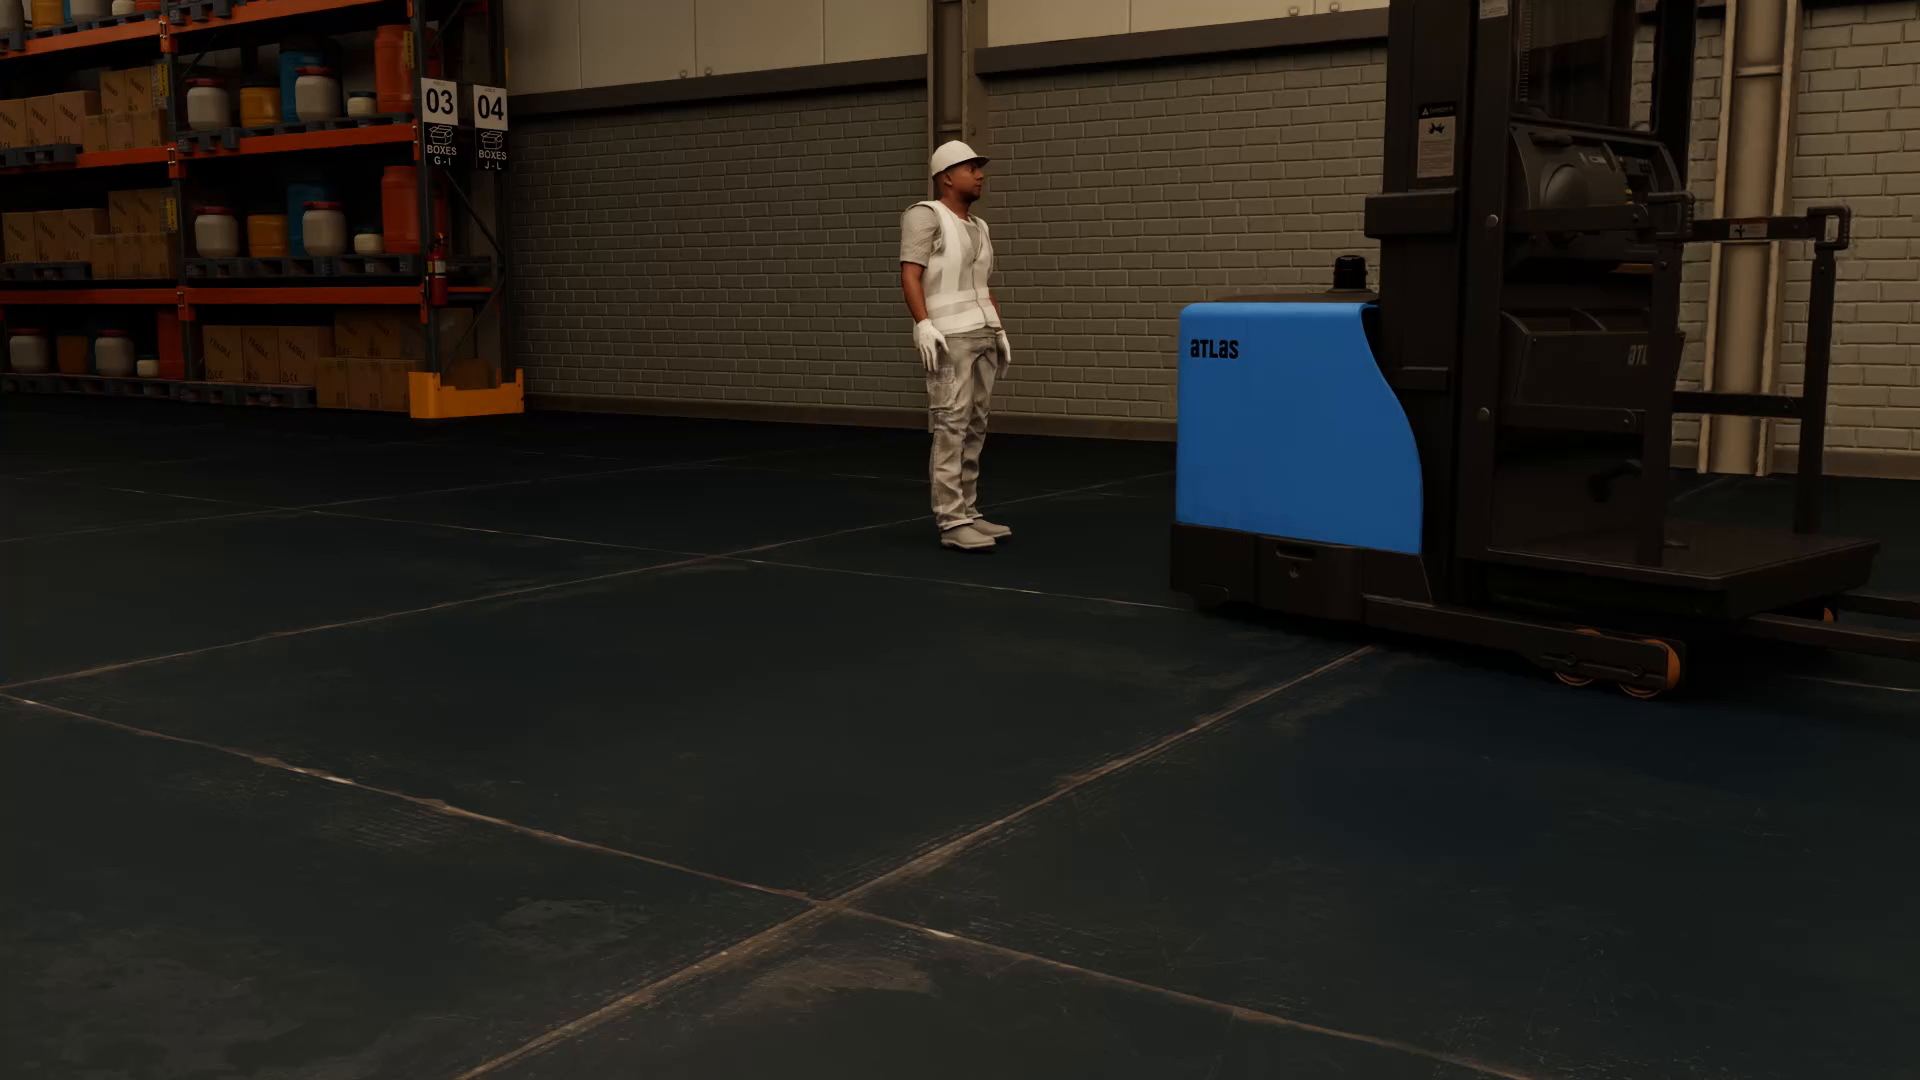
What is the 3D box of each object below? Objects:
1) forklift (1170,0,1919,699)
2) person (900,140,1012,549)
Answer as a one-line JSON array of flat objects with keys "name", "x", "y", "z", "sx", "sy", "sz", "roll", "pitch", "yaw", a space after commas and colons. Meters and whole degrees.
[{"name": "forklift", "x": 2.083, "y": -1.096, "z": 4.903, "sx": 1.130, "sy": 2.935, "sz": 3.031, "roll": -7, "pitch": 11, "yaw": -40}, {"name": "person", "x": 0.054, "y": -0.883, "z": 7.430, "sx": 0.577, "sy": 1.782, "sz": 0.656, "roll": 5, "pitch": 10, "yaw": 34}]
